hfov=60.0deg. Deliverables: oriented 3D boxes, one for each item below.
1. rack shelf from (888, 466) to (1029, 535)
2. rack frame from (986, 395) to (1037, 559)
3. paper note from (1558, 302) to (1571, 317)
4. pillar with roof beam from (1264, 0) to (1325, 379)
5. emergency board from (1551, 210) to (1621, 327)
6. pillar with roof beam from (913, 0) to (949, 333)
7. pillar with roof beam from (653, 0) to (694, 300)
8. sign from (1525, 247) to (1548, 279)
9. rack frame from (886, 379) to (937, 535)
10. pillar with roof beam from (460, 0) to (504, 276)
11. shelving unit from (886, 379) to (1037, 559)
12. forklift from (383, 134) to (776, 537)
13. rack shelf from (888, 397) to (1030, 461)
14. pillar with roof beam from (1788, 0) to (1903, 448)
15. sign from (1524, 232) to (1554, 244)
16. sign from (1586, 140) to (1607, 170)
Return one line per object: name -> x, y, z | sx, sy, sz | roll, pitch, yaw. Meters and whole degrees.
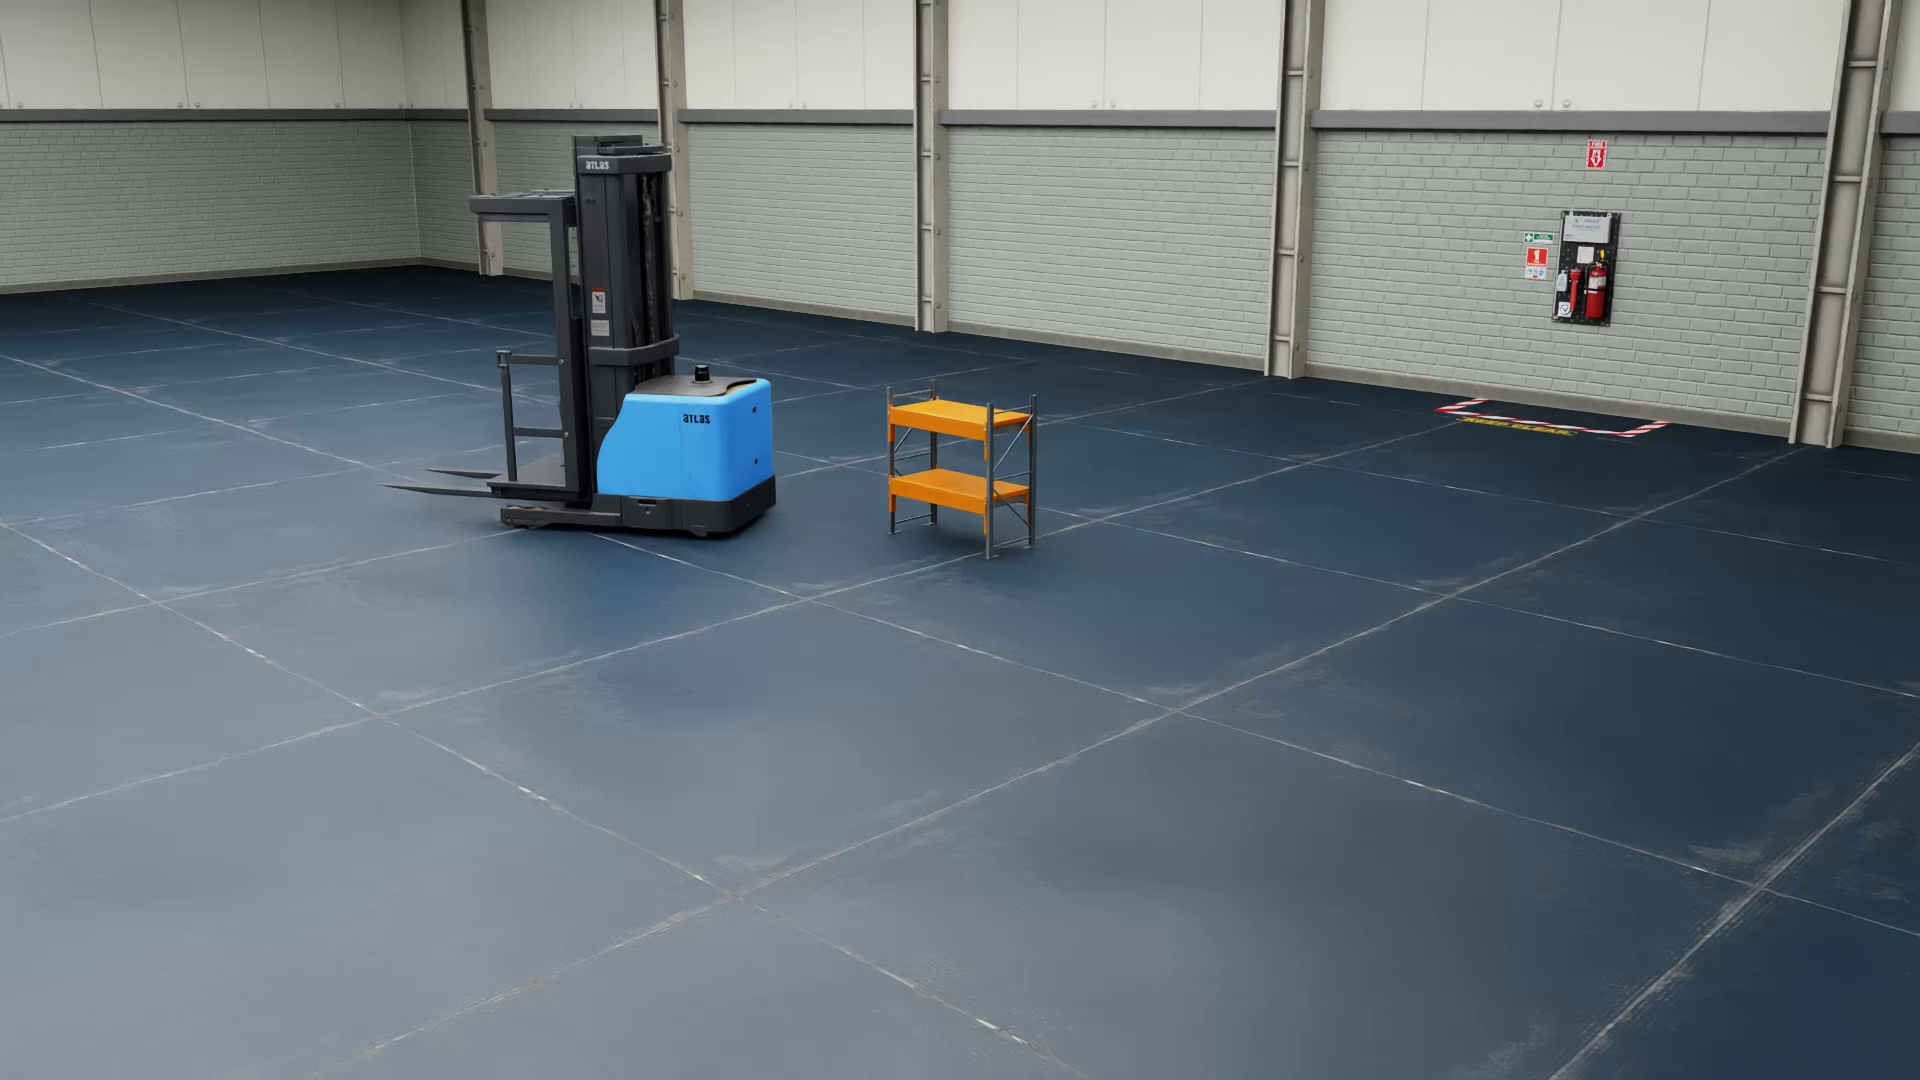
rack shelf -> 0.005, -0.307, 12.347 | 1.000, 0.278, 0.538 | 14, 20, 42
rack frame -> 0.371, -0.454, 11.944 | 0.032, 1.125, 0.500 | 14, 20, 42
paper note -> 6.401, -2.439, 17.592 | 0.142, 0.148, 0.016 | 14, 20, 42
pillar with roof beam -> 0.925, -5.554, 15.902 | 0.400, 9.000, 9.100 | 14, 20, 42
emergency board -> 6.480, -2.822, 17.314 | 0.643, 1.169, 0.194 | 14, 20, 42
pillar with roof beam -> -3.394, -6.604, 19.932 | 0.400, 9.000, 9.100 | 14, 20, 42
pillar with roof beam -> -7.713, -7.654, 23.962 | 0.400, 9.000, 9.100 | 14, 20, 42
sign -> 6.154, -2.955, 17.752 | 0.234, 0.329, 0.001 | 14, 20, 42
rack frame -> -0.361, -0.632, 12.627 | 0.032, 1.125, 0.500 | 14, 20, 42
pillar with roof beam -> -12.032, -8.705, 27.992 | 0.400, 9.000, 9.100 | 14, 20, 42
shelving unit -> 0.005, -0.543, 12.286 | 1.048, 1.125, 0.538 | 14, 20, 42
forklift -> -3.040, -1.623, 12.849 | 3.031, 2.935, 1.130 | 4, 15, 14
rack shelf -> 0.005, -0.826, 12.212 | 1.000, 0.278, 0.538 | 14, 20, 42
pillar with roof beam -> 5.245, -4.504, 11.872 | 0.400, 9.000, 9.100 | 14, 20, 42
sign -> 6.151, -3.209, 17.676 | 0.331, 0.109, 0.001 | 14, 20, 42
sign -> 6.544, -3.963, 17.096 | 0.199, 0.298, 0.001 | 14, 20, 42
